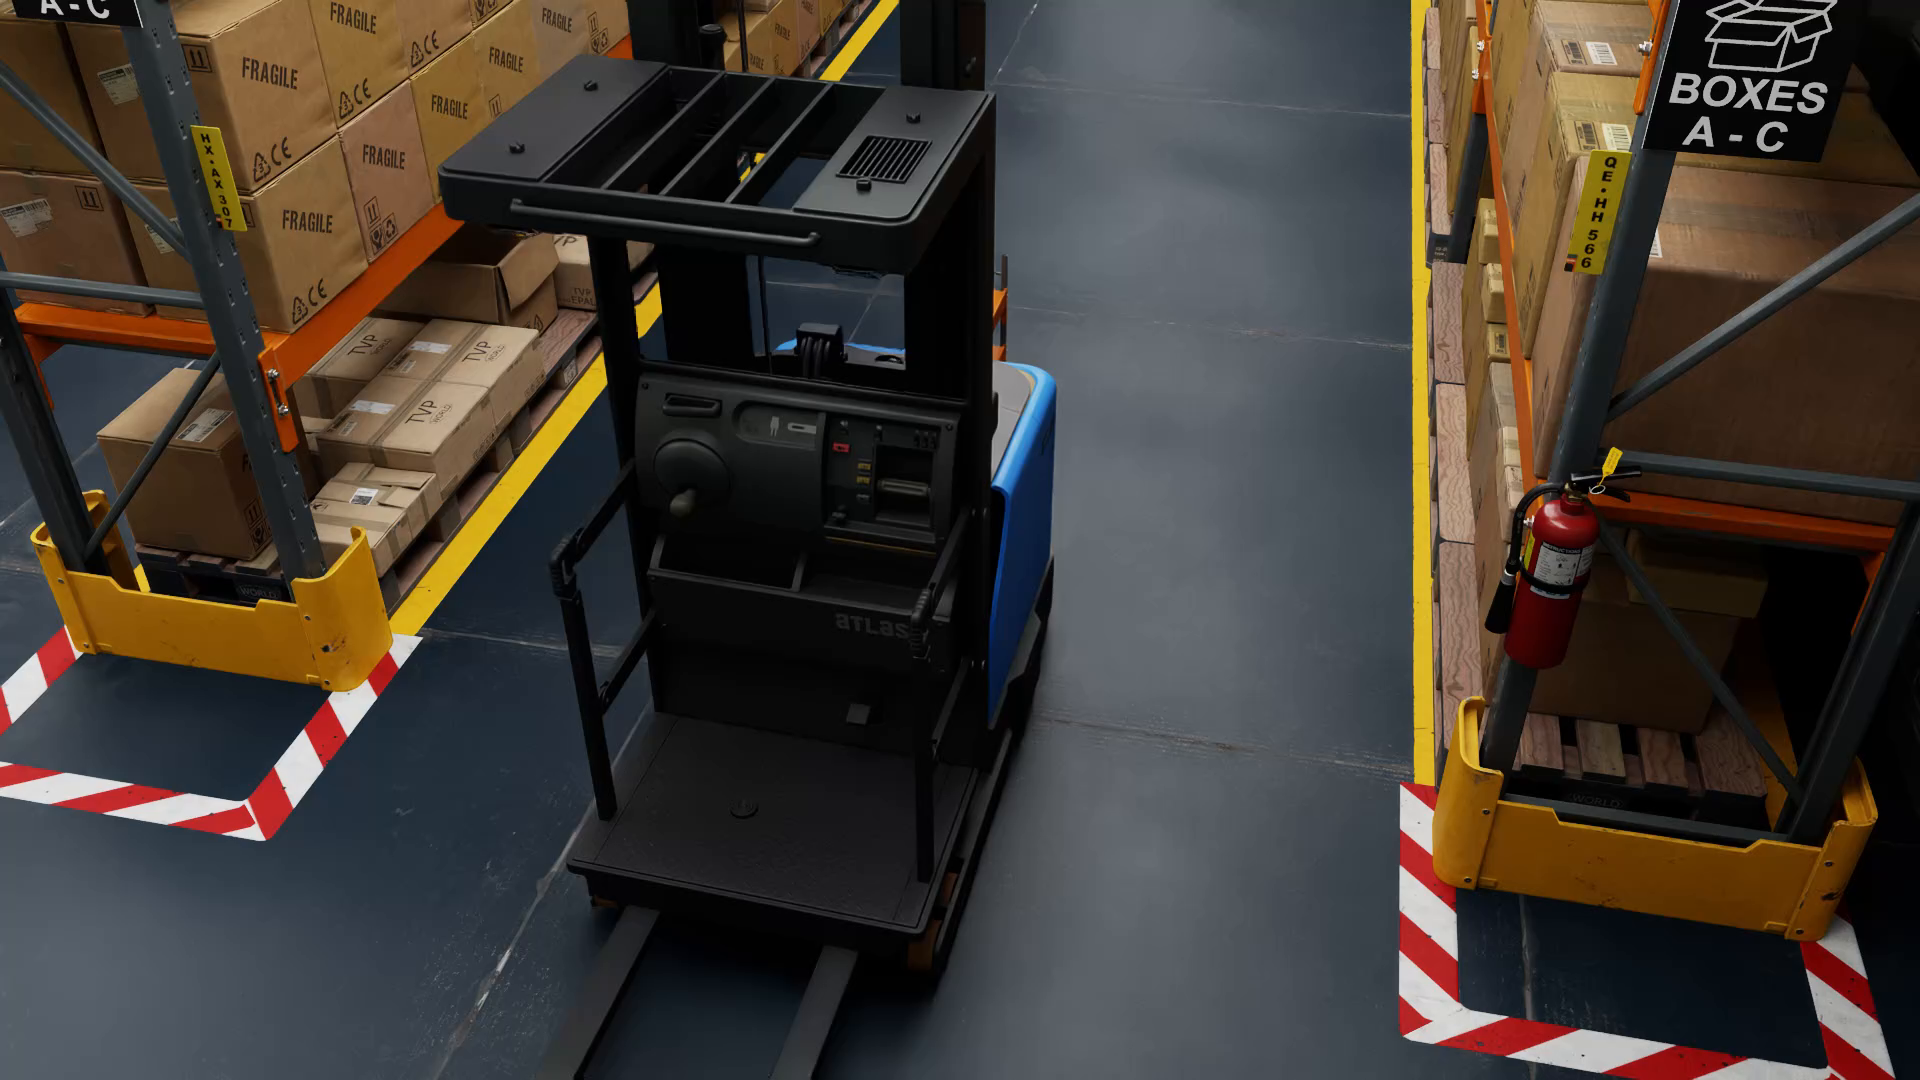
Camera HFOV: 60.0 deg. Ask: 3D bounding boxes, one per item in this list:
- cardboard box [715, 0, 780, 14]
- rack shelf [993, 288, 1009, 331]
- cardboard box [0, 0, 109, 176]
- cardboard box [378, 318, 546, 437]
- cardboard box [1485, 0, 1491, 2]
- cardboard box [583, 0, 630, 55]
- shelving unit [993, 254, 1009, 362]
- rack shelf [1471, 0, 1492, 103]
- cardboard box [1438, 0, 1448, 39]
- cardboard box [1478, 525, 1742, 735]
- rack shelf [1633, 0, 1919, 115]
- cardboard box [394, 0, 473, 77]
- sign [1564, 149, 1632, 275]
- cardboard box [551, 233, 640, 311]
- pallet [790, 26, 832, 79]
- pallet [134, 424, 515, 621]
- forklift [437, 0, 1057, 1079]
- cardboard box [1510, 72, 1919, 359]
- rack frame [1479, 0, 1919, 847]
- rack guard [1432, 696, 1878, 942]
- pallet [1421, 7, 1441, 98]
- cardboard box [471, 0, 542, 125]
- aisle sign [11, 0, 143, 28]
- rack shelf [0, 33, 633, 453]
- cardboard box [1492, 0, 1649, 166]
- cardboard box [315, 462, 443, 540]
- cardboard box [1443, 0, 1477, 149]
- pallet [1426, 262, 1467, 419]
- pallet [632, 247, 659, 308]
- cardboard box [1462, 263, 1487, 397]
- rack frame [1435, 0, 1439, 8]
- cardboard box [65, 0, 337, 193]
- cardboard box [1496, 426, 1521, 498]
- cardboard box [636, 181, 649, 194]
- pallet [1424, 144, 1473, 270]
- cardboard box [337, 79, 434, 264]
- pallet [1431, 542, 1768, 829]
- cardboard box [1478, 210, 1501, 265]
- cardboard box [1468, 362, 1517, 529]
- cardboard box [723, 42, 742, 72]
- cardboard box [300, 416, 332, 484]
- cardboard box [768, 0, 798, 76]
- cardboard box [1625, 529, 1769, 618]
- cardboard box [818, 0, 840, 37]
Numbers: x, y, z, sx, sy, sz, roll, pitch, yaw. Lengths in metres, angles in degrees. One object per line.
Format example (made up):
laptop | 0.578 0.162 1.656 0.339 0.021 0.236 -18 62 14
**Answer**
cardboard box | -1.321 -3.370 9.960 0.500 0.250 0.500 7 37 10
rack shelf | -0.001 -0.767 6.116 0.258 0.148 0.480 8 37 12
cardboard box | -2.904 -1.522 5.357 0.500 0.500 0.500 7 37 10
cardboard box | -2.124 -0.701 7.130 0.500 0.250 0.500 7 37 10
cardboard box | 2.790 -2.745 8.178 0.380 0.149 0.250 8 37 11
cardboard box | -1.841 -2.506 7.567 0.500 0.500 0.500 8 37 11
shelving unit | -0.001 -0.449 6.347 0.258 1.200 0.503 8 37 12
rack shelf | 3.391 -3.317 9.383 1.077 0.370 4.000 7 37 10
cardboard box | 3.533 -3.649 10.703 0.750 0.750 0.750 7 36 9
cardboard box | 2.161 0.260 5.608 0.700 0.500 0.500 7 37 10
rack shelf | 2.537 -2.238 5.339 1.077 0.370 4.000 7 37 10
cardboard box | -2.162 -2.041 6.072 0.500 0.500 0.500 8 37 11
sign | 1.582 -0.809 4.122 0.100 0.325 0.005 7 37 10
cardboard box | -1.881 -1.378 8.011 0.500 0.311 0.500 7 37 10
pallet | -1.481 -3.124 10.880 1.003 0.211 1.213 7 37 10
pallet | -2.545 -0.159 6.789 1.003 0.211 1.213 7 37 10
forklift | -0.513 -0.149 4.457 1.130 2.935 3.031 9 37 12
cardboard box | 2.353 -1.002 5.321 0.980 0.700 0.700 7 37 10
rack frame | 2.109 -0.168 4.426 1.000 3.000 0.127 7 37 10
rack guard | 2.104 0.858 5.141 1.175 0.500 0.348 7 37 10
pallet | 3.576 -3.183 10.962 1.003 0.211 1.213 7 37 10
cardboard box | -2.055 -1.919 6.757 0.500 0.500 0.500 8 37 11
aisle sign | -2.458 -1.764 4.412 0.394 0.787 0.004 7 37 10
rack shelf | -2.304 -1.642 7.073 1.077 0.370 4.000 7 37 10
cardboard box | 2.671 -1.856 6.500 0.980 0.700 0.700 6 36 9
cardboard box | -2.252 -0.158 6.452 0.380 0.166 0.250 7 37 10
cardboard box | 3.163 -2.660 9.338 0.750 0.750 0.750 8 37 11
pallet | 2.725 -0.906 7.821 1.003 0.211 1.213 7 37 10
pallet | -2.024 -1.558 8.719 1.003 0.211 1.213 7 37 10
cardboard box | 2.593 -0.916 7.230 0.700 0.500 0.500 7 37 9
rack frame | 3.818 -4.755 10.754 1.000 3.000 0.127 7 37 10
cardboard box | -2.378 -1.454 5.263 0.500 0.500 0.500 8 37 11
cardboard box | 2.065 -0.246 5.753 0.380 0.149 0.250 8 37 11
cardboard box | -1.721 -1.884 8.549 0.500 0.500 0.500 7 37 10
pallet | 3.055 -1.784 9.032 1.003 0.211 1.213 7 37 10
cardboard box | -2.273 -1.345 5.965 0.500 0.500 0.500 7 37 10
pallet | 2.204 0.493 5.891 1.003 0.211 1.213 7 37 10
cardboard box | 2.453 -1.293 7.197 0.380 0.149 0.250 8 37 12
cardboard box | 2.375 -0.315 6.401 0.700 0.500 0.500 6 36 8
cardboard box | -1.535 -2.493 9.389 0.500 0.500 0.500 6 36 8
cardboard box | -2.681 -0.382 6.760 0.380 0.166 0.250 7 37 10
cardboard box | -1.318 -3.086 10.207 0.500 0.500 0.500 8 37 11
cardboard box | 2.330 0.094 5.284 0.380 0.149 0.250 8 37 10
cardboard box | -1.103 -3.677 11.023 0.500 0.500 0.500 6 36 8
